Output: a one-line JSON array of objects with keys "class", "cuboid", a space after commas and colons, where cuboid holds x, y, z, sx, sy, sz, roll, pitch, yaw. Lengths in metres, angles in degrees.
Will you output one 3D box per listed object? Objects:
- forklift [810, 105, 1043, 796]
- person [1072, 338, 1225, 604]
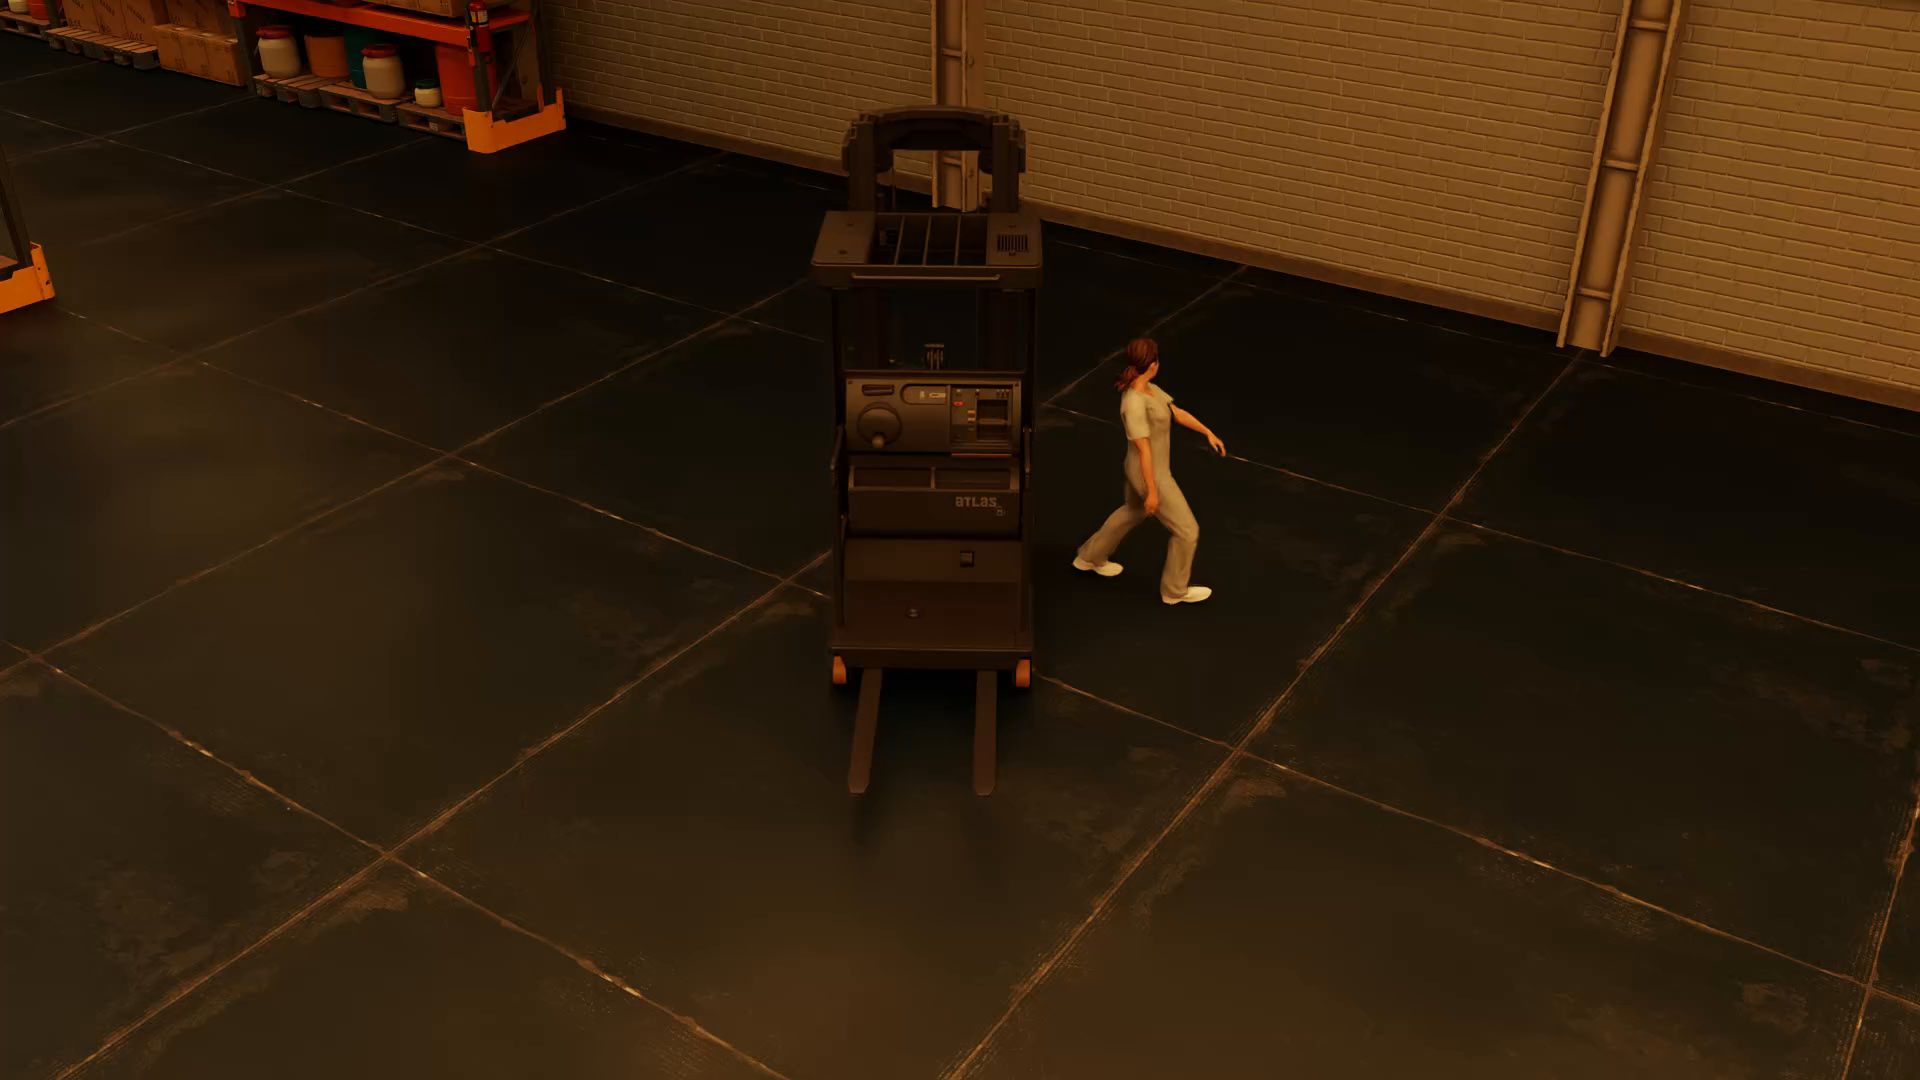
[{"class": "forklift", "cuboid": [-0.145, -0.618, 8.645, 1.130, 2.935, 3.031, 1, 30, 1]}, {"class": "person", "cuboid": [1.105, -0.374, 9.584, 0.823, 1.582, 0.644, -1, 30, -2]}]
